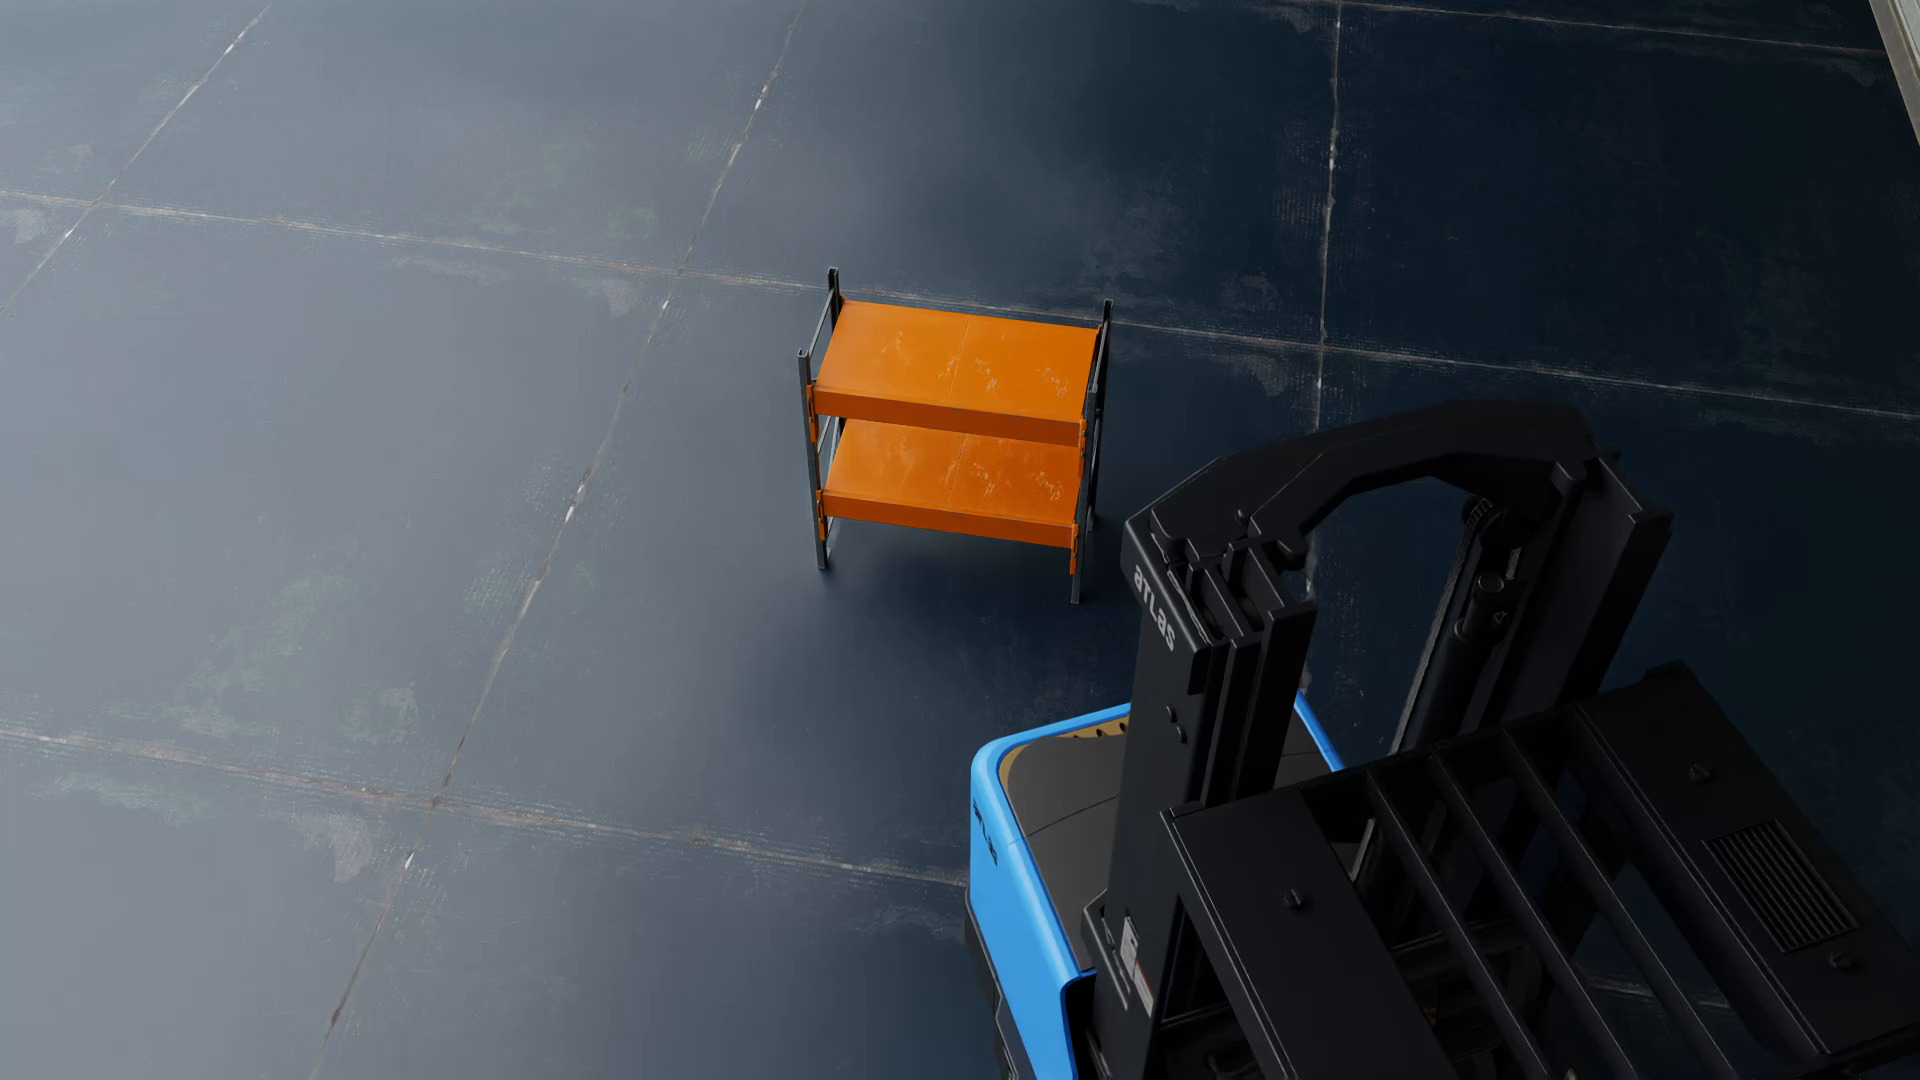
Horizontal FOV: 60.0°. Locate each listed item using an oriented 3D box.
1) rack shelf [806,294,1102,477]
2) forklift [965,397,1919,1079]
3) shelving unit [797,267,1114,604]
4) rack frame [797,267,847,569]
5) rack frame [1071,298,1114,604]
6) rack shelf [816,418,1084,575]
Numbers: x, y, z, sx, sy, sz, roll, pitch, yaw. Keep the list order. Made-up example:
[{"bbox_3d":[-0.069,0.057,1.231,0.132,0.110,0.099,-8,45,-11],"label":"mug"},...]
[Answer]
[{"bbox_3d":[-0.007,-0.572,6.087,1.000,0.278,0.538,8,49,7],"label":"rack shelf"},{"bbox_3d":[0.963,1.256,3.623,1.130,2.935,3.031,-14,50,-12],"label":"forklift"},{"bbox_3d":[-0.007,-0.377,6.304,1.048,1.125,0.538,8,49,7],"label":"shelving unit"},{"bbox_3d":[-0.507,-0.444,6.365,0.032,1.125,0.500,8,49,7],"label":"rack frame"},{"bbox_3d":[0.494,-0.310,6.244,0.032,1.125,0.500,8,49,7],"label":"rack frame"},{"bbox_3d":[-0.007,-0.213,6.486,1.000,0.278,0.538,8,49,7],"label":"rack shelf"}]
